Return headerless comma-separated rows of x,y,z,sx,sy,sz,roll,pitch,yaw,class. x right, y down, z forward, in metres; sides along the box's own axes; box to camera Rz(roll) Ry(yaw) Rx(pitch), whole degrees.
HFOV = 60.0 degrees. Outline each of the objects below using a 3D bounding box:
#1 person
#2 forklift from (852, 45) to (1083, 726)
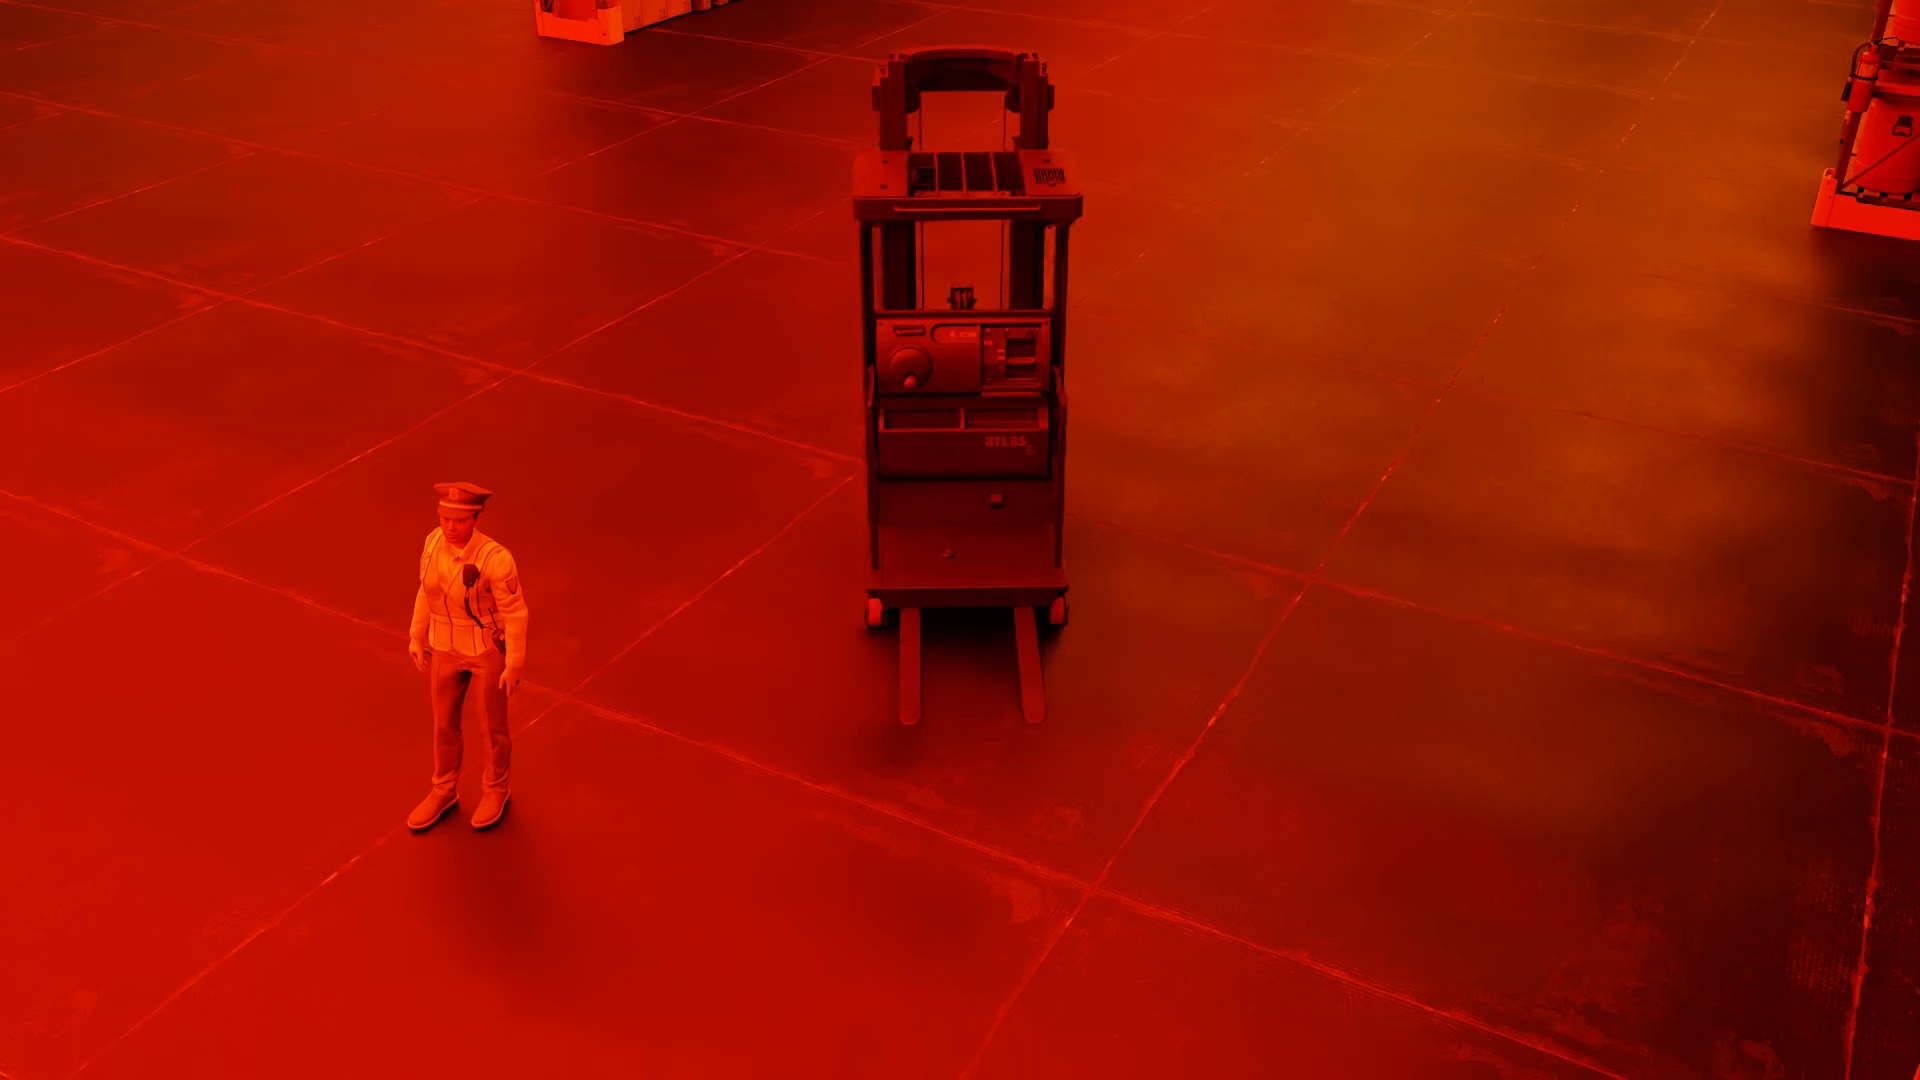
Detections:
-2.211,0.524,7.385,0.586,1.695,0.533,10,32,17,person
0.027,-0.946,8.711,1.130,2.935,3.031,-1,30,-1,forklift
